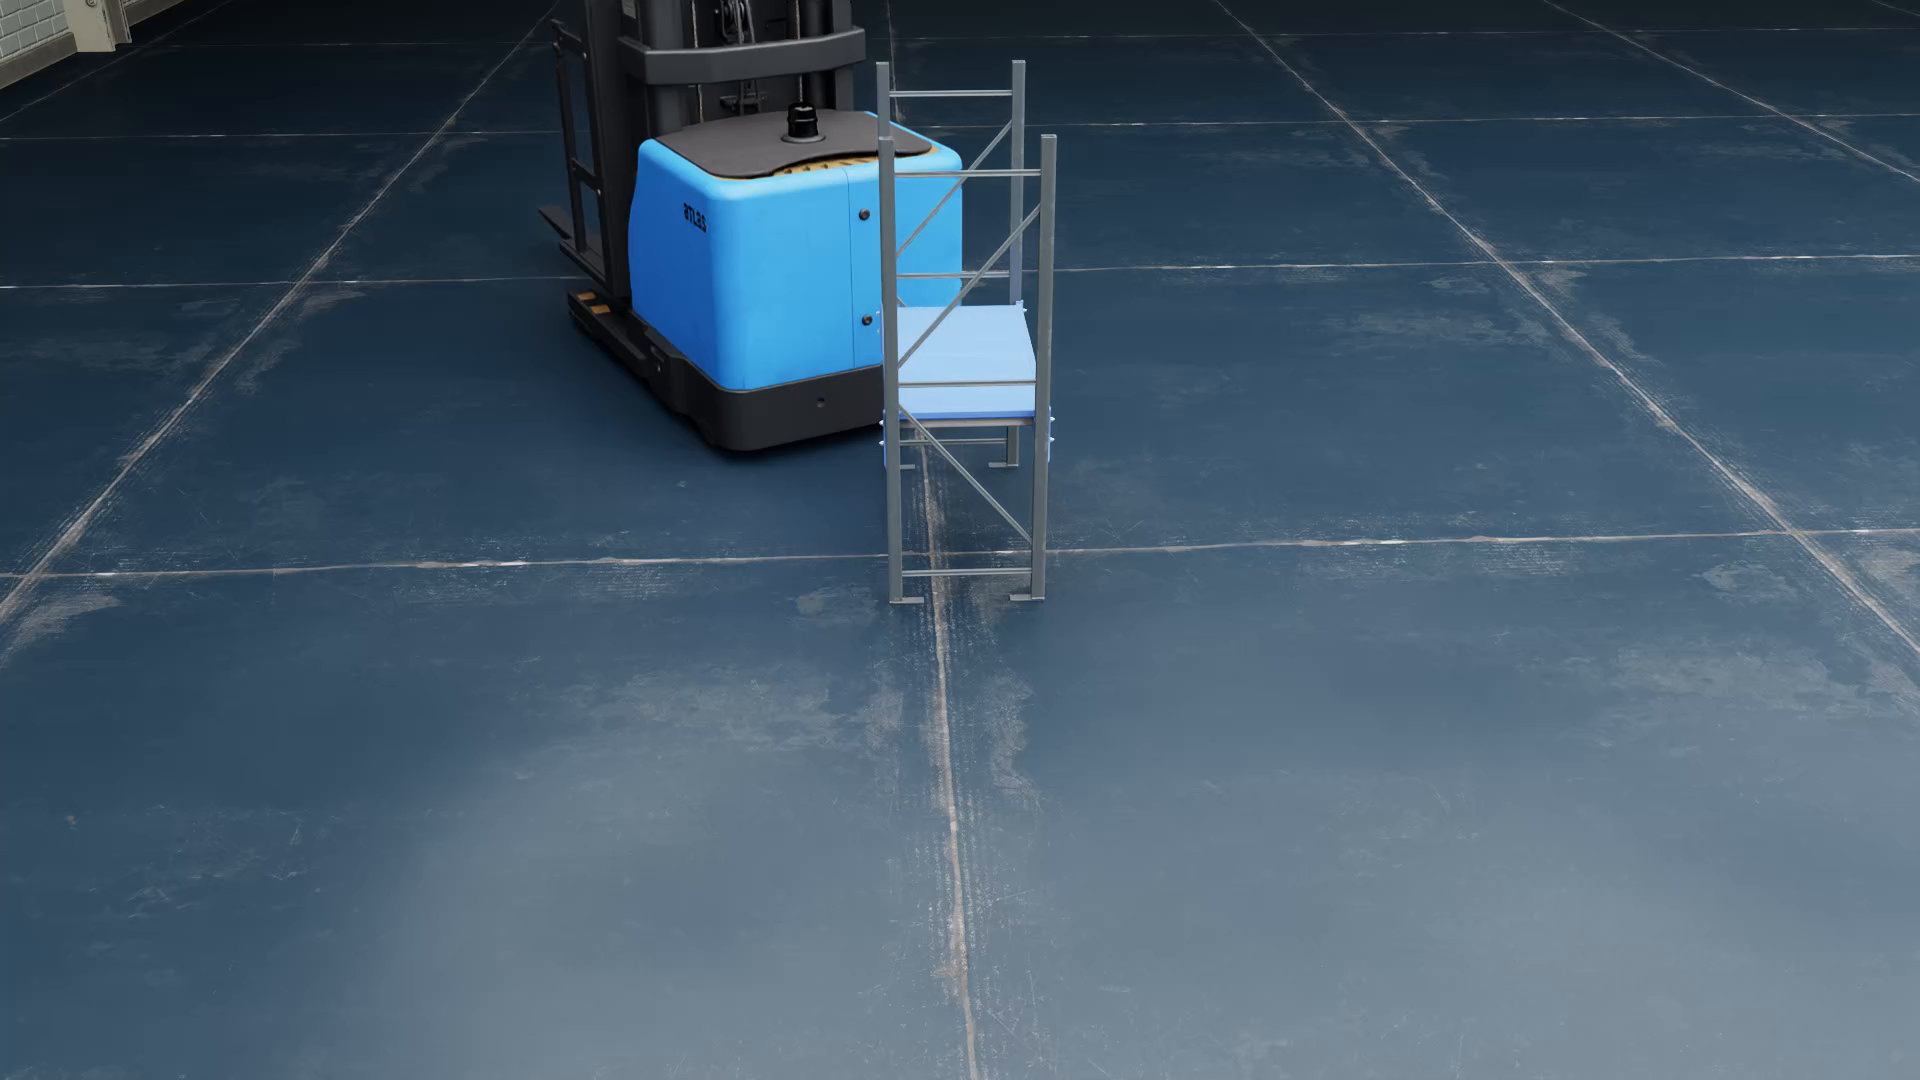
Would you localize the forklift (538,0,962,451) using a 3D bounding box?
[{"bbox_3d":[-1.135,-2.280,6.953,1.130,2.935,3.031,-14,31,-26],"label":"forklift"}]

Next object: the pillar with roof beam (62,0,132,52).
[{"bbox_3d":[-2.573,-8.051,11.455,9.100,9.000,0.400,-1,28,-3],"label":"pillar with roof beam"}]

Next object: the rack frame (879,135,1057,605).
[{"bbox_3d":[0.022,-0.470,5.029,0.500,1.500,0.032,-1,28,-3],"label":"rack frame"}]

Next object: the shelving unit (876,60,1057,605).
[{"bbox_3d":[-0.004,-0.704,5.479,0.538,1.500,1.048,-1,28,-3],"label":"shelving unit"}]

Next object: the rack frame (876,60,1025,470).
[{"bbox_3d":[-0.031,-0.939,5.929,0.500,1.500,0.032,-1,28,-3],"label":"rack frame"}]

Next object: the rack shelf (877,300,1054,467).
[{"bbox_3d":[-0.004,-0.545,5.562,0.538,0.185,1.000,-1,28,-3],"label":"rack shelf"}]
